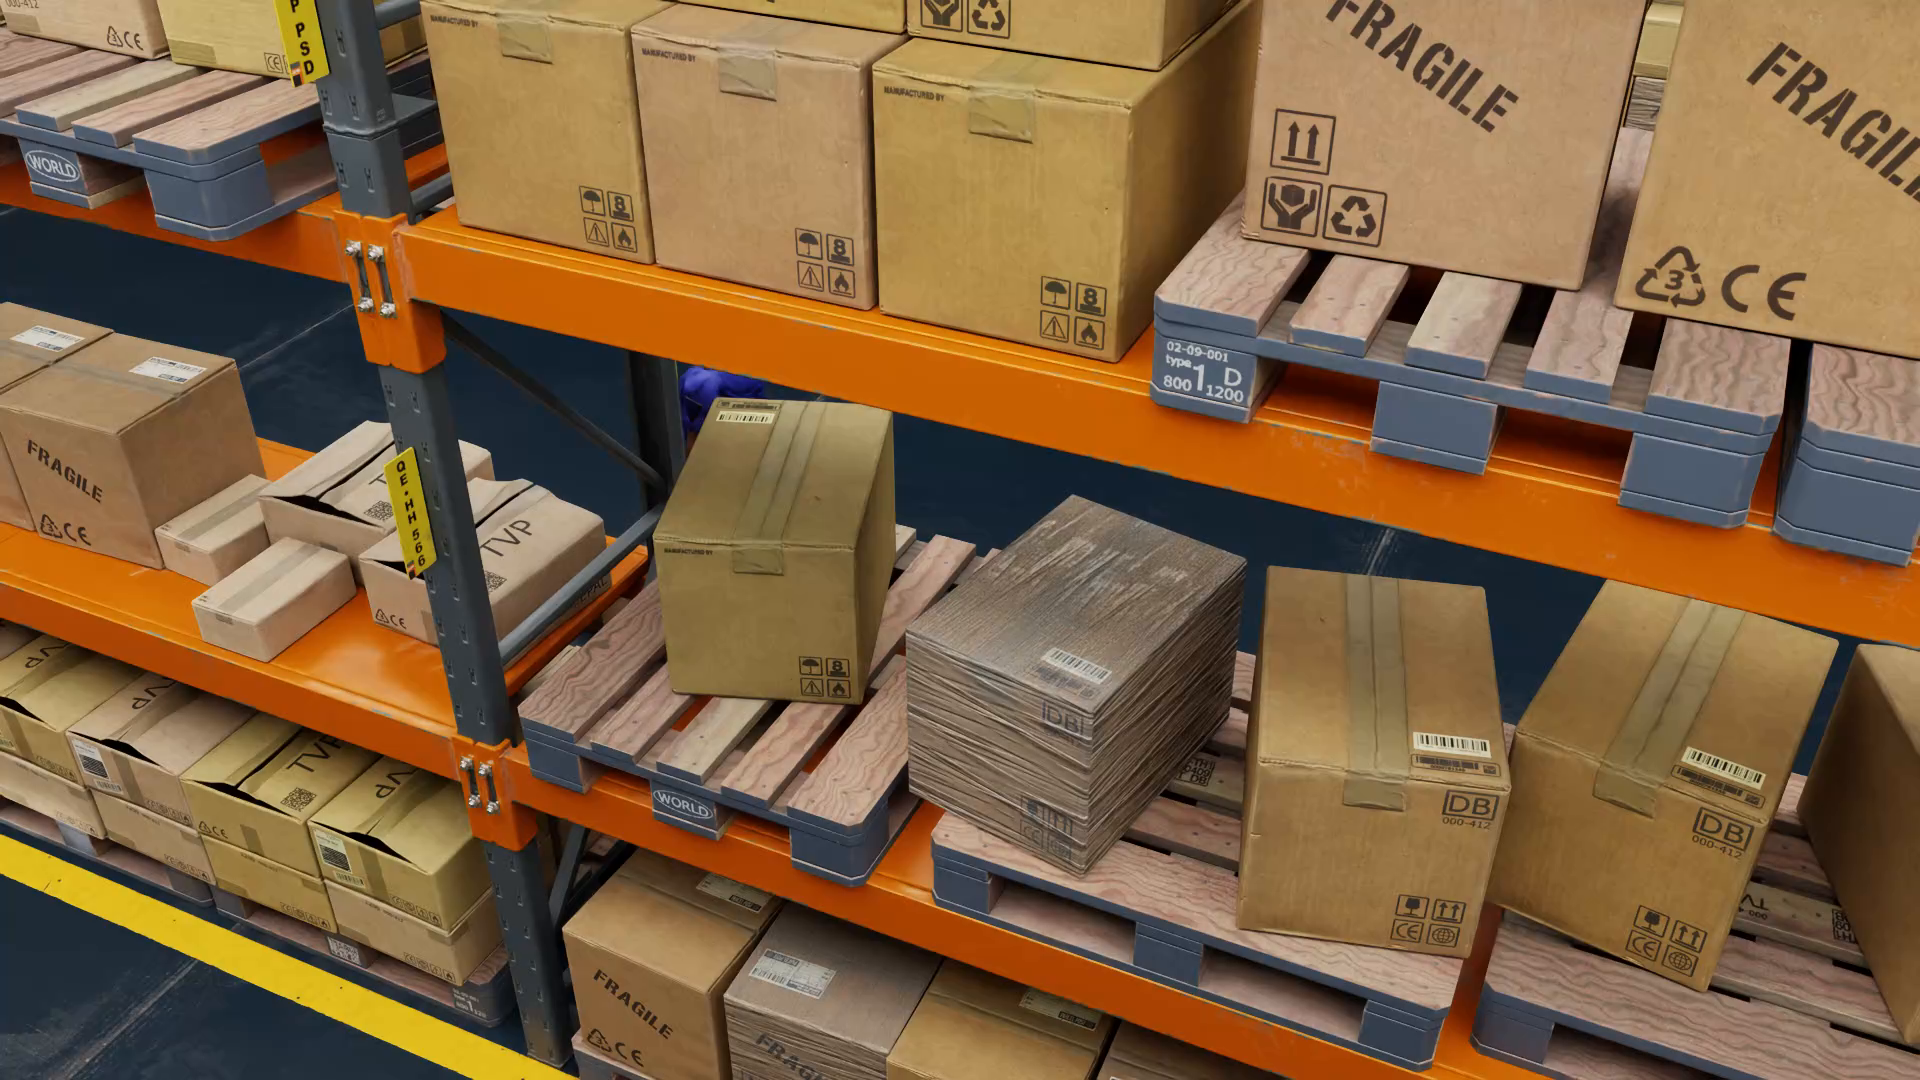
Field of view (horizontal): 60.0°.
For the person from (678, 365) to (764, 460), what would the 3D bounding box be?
[{"bbox_3d":[-0.959,-0.278,6.542,0.800,1.619,0.452,13,36,19],"label":"person"}]
